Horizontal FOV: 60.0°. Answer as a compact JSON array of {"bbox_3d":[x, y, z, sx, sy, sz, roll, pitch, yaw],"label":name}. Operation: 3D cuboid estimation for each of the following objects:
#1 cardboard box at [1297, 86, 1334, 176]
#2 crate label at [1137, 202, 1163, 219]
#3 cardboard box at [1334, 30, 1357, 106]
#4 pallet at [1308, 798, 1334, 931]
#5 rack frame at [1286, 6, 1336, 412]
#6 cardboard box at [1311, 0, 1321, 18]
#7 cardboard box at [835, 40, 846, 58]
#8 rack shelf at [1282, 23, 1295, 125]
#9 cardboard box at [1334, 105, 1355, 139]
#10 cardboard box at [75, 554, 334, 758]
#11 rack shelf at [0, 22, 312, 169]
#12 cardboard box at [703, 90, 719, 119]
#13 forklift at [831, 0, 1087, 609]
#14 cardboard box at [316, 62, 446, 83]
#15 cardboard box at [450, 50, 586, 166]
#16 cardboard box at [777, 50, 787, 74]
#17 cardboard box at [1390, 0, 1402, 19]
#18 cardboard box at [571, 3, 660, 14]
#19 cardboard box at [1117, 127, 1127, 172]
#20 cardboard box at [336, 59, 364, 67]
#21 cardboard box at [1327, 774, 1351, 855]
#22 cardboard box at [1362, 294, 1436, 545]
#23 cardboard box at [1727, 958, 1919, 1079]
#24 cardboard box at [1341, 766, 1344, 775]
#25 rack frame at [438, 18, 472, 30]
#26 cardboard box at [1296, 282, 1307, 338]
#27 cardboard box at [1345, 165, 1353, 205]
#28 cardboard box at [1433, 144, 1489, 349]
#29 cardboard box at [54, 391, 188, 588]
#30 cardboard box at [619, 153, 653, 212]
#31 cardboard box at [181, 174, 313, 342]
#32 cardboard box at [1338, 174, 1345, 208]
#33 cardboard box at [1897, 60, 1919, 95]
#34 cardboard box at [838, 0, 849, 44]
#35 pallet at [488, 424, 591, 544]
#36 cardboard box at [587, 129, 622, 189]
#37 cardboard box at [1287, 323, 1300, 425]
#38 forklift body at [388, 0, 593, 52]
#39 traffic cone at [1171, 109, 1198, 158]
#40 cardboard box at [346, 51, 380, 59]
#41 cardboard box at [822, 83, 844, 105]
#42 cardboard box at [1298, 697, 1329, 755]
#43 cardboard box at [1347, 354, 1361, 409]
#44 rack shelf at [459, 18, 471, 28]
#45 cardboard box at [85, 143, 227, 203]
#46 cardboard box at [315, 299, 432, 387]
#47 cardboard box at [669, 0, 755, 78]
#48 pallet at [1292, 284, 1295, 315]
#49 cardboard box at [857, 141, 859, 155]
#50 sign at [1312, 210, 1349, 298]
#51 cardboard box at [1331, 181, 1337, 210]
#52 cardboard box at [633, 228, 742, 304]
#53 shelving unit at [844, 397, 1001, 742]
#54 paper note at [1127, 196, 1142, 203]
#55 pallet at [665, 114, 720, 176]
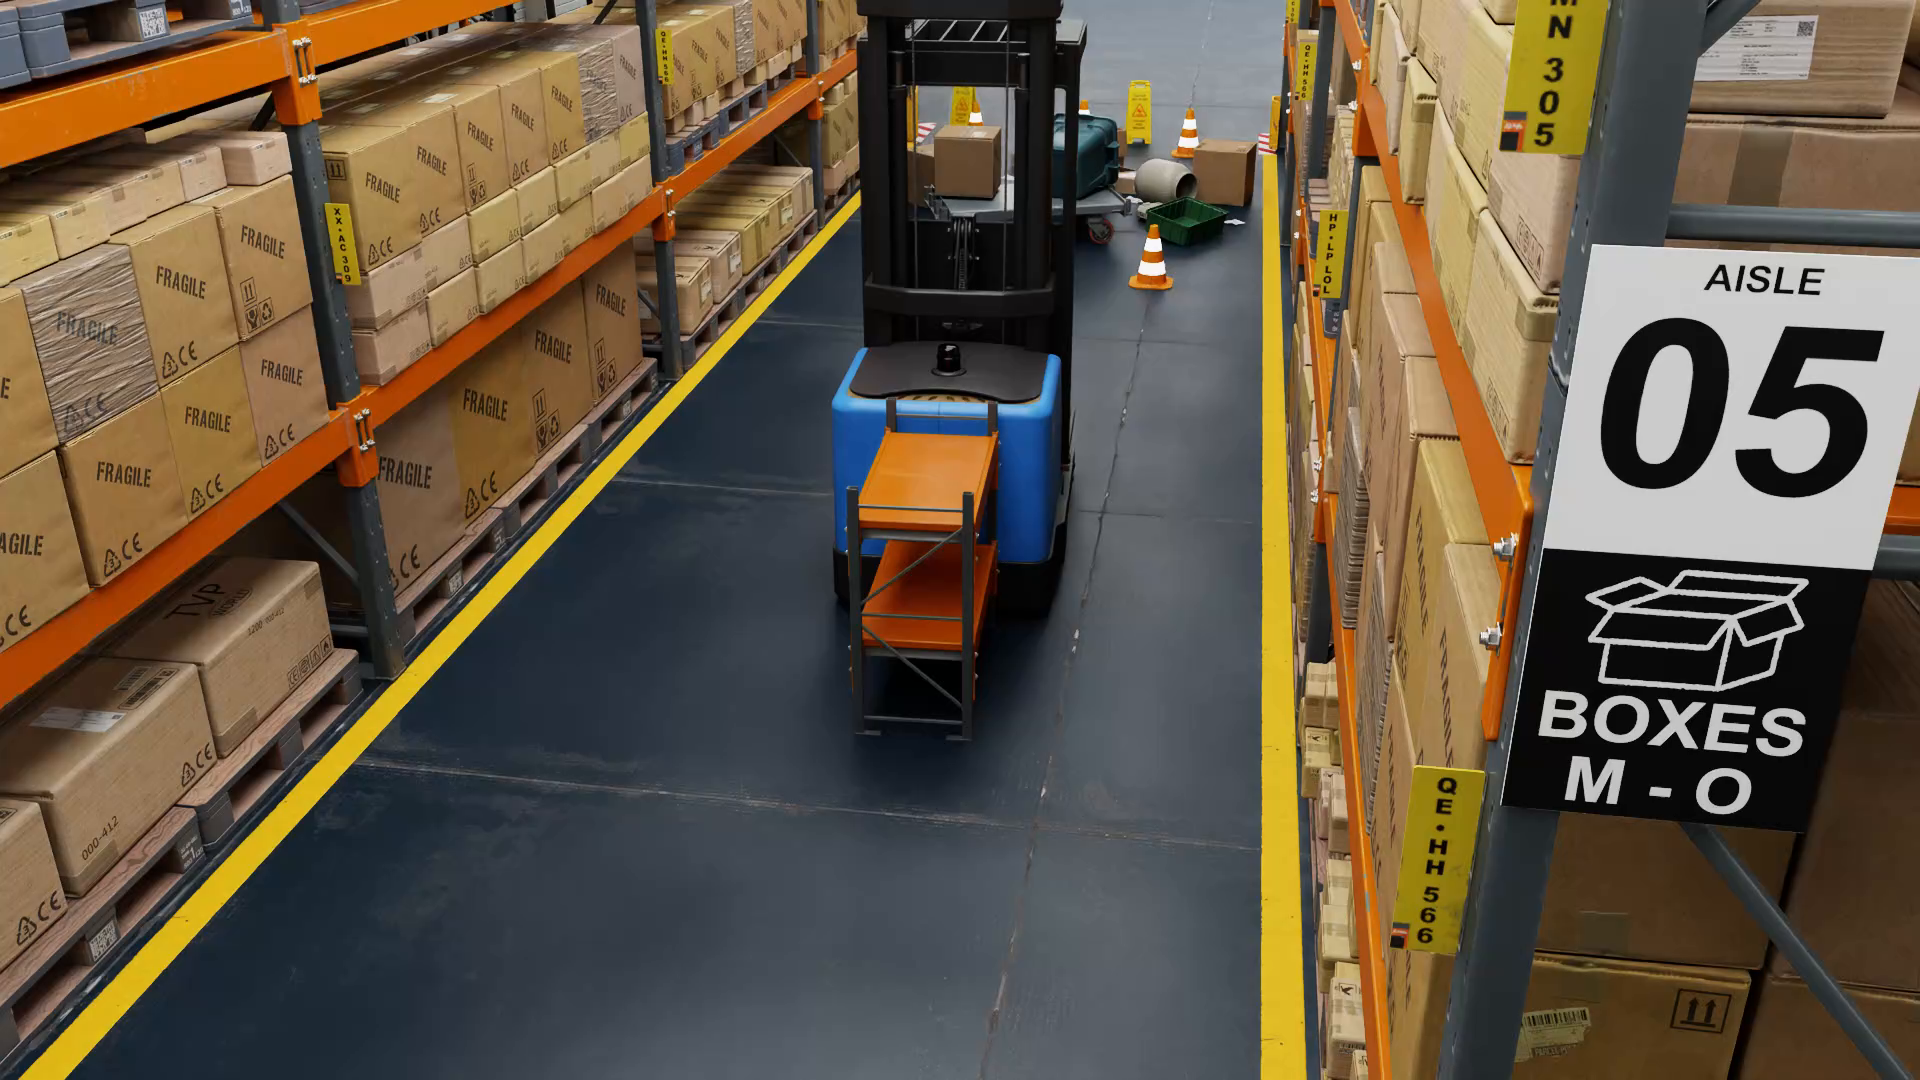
[{"bbox_3d":[2.446,-2.616,10.683,0.500,0.500,0.500,4,25,9],"label":"cardboard box"},{"bbox_3d":[1.737,-2.923,14.832,0.298,0.136,0.250,-14,29,-27],"label":"crate label"},{"bbox_3d":[2.638,-2.841,9.983,0.700,0.500,0.500,4,25,8],"label":"cardboard box"},{"bbox_3d":[1.826,1.064,6.229,1.003,0.211,1.213,4,25,9],"label":"pallet"},{"bbox_3d":[2.555,-2.156,9.817,1.000,3.000,0.127,4,25,9],"label":"rack frame"},{"bbox_3d":[3.303,-4.537,13.455,0.875,0.550,0.550,4,25,9],"label":"cardboard box"},{"bbox_3d":[-1.245,-4.448,15.012,0.380,0.149,0.250,5,26,10],"label":"cardboard box"},{"bbox_3d":[3.535,-4.339,15.330,1.077,0.370,4.000,4,25,9],"label":"rack shelf"},{"bbox_3d":[2.288,-2.320,9.267,0.380,0.149,0.250,4,25,9],"label":"cardboard box"},{"bbox_3d":[-3.207,0.442,6.794,0.875,0.438,0.875,4,25,8],"label":"cardboard box"},{"bbox_3d":[-3.326,-0.980,4.615,1.077,0.370,4.000,4,25,9],"label":"rack shelf"},{"bbox_3d":[-1.874,-2.996,11.414,0.380,0.149,0.250,4,25,9],"label":"cardboard box"},{"bbox_3d":[0.069,-1.593,8.695,1.130,2.935,3.031,3,25,6],"label":"forklift"},{"bbox_3d":[-2.924,-2.131,8.467,0.500,0.500,0.500,4,25,9],"label":"cardboard box"},{"bbox_3d":[-2.335,-2.298,8.823,0.500,0.500,0.500,4,25,9],"label":"cardboard box"},{"bbox_3d":[-1.570,-3.752,13.028,0.380,0.149,0.250,4,25,8],"label":"cardboard box"},{"bbox_3d":[1.500,-1.607,4.693,0.500,0.250,0.500,4,25,8],"label":"cardboard box"},{"bbox_3d":[-2.390,-3.464,11.648,0.500,0.500,0.500,2,25,5],"label":"cardboard box"},{"bbox_3d":[1.173,-3.761,16.192,0.797,0.503,0.637,-14,29,-27],"label":"cardboard box"},{"bbox_3d":[-5.943,-4.691,16.802,0.500,0.250,0.500,4,25,7],"label":"cardboard box"},{"bbox_3d":[1.402,0.910,5.432,0.380,0.149,0.250,5,25,10],"label":"cardboard box"},{"bbox_3d":[1.319,-0.303,4.210,0.500,0.500,0.500,3,25,7],"label":"cardboard box"},{"bbox_3d":[1.593,0.842,2.945,0.500,0.500,0.500,5,26,11],"label":"cardboard box"},{"bbox_3d":[1.569,0.830,5.956,0.380,0.149,0.250,4,25,8],"label":"cardboard box"},{"bbox_3d":[-5.935,-6.144,18.339,1.000,3.000,0.127,4,25,9],"label":"rack frame"},{"bbox_3d":[2.203,-1.282,9.518,0.500,0.250,0.500,3,25,6],"label":"cardboard box"},{"bbox_3d":[2.031,-1.668,7.874,0.380,0.149,0.250,4,25,8],"label":"cardboard box"},{"bbox_3d":[1.137,-0.523,2.967,0.500,0.250,0.500,4,25,9],"label":"cardboard box"},{"bbox_3d":[-2.969,-0.190,5.500,0.500,0.500,0.500,4,25,8],"label":"cardboard box"},{"bbox_3d":[-2.172,-2.159,10.001,0.500,0.250,0.500,3,25,7],"label":"cardboard box"},{"bbox_3d":[-2.803,-1.065,6.189,0.500,0.500,0.500,4,25,8],"label":"cardboard box"},{"bbox_3d":[2.113,-1.743,8.386,0.380,0.149,0.250,4,25,9],"label":"cardboard box"},{"bbox_3d":[1.577,-0.496,2.321,0.500,0.250,0.500,4,25,9],"label":"cardboard box"},{"bbox_3d":[-1.285,-4.685,14.753,0.500,0.500,0.500,4,25,8],"label":"cardboard box"},{"bbox_3d":[-2.750,-0.360,9.270,1.003,0.211,1.213,4,25,9],"label":"pallet"},{"bbox_3d":[-2.254,-2.180,9.456,0.500,0.250,0.500,3,25,7],"label":"cardboard box"},{"bbox_3d":[2.188,-0.935,9.663,0.500,0.500,0.500,3,25,6],"label":"cardboard box"},{"bbox_3d":[-4.445,-4.841,16.554,2.313,2.155,1.214,4,25,9],"label":"forklift body"},{"bbox_3d":[2.375,-4.229,17.238,0.336,0.463,0.334,4,25,9],"label":"traffic cone"},{"bbox_3d":[-6.371,-4.937,17.327,0.500,0.250,0.500,4,25,8],"label":"cardboard box"},{"bbox_3d":[-1.249,-3.984,14.821,0.380,0.149,0.250,4,25,9],"label":"cardboard box"},{"bbox_3d":[1.525,0.748,6.480,0.380,0.149,0.250,3,25,6],"label":"cardboard box"},{"bbox_3d":[1.498,-0.265,5.310,0.500,0.500,0.500,4,25,9],"label":"cardboard box"},{"bbox_3d":[-6.262,-4.982,16.704,1.077,0.370,4.000,4,25,9],"label":"rack shelf"},{"bbox_3d":[-2.885,-1.322,5.973,0.380,0.149,0.250,5,25,10],"label":"cardboard box"},{"bbox_3d":[-2.666,-0.881,7.271,0.500,0.250,0.500,3,25,7],"label":"cardboard box"},{"bbox_3d":[-1.795,-3.648,12.042,0.500,0.500,0.500,3,25,7],"label":"cardboard box"},{"bbox_3d":[2.960,-1.726,12.188,1.003,0.211,1.213,4,25,9],"label":"pallet"},{"bbox_3d":[-1.168,-3.748,15.967,0.500,0.250,0.500,4,25,8],"label":"cardboard box"},{"bbox_3d":[1.353,-1.044,6.076,0.100,0.325,0.005,4,25,9],"label":"sign"},{"bbox_3d":[2.195,-1.834,8.930,0.380,0.149,0.250,5,26,11],"label":"cardboard box"},{"bbox_3d":[-2.130,-2.001,12.091,0.950,0.372,0.625,4,25,8],"label":"cardboard box"},{"bbox_3d":[-0.138,0.101,7.208,0.538,1.125,1.048,3,25,6],"label":"shelving unit"},{"bbox_3d":[1.625,-3.175,15.506,0.172,0.023,0.155,13,28,26],"label":"paper note"},{"bbox_3d":[-2.334,-2.675,11.152,1.213,0.211,1.003,4,25,9],"label":"pallet"}]
